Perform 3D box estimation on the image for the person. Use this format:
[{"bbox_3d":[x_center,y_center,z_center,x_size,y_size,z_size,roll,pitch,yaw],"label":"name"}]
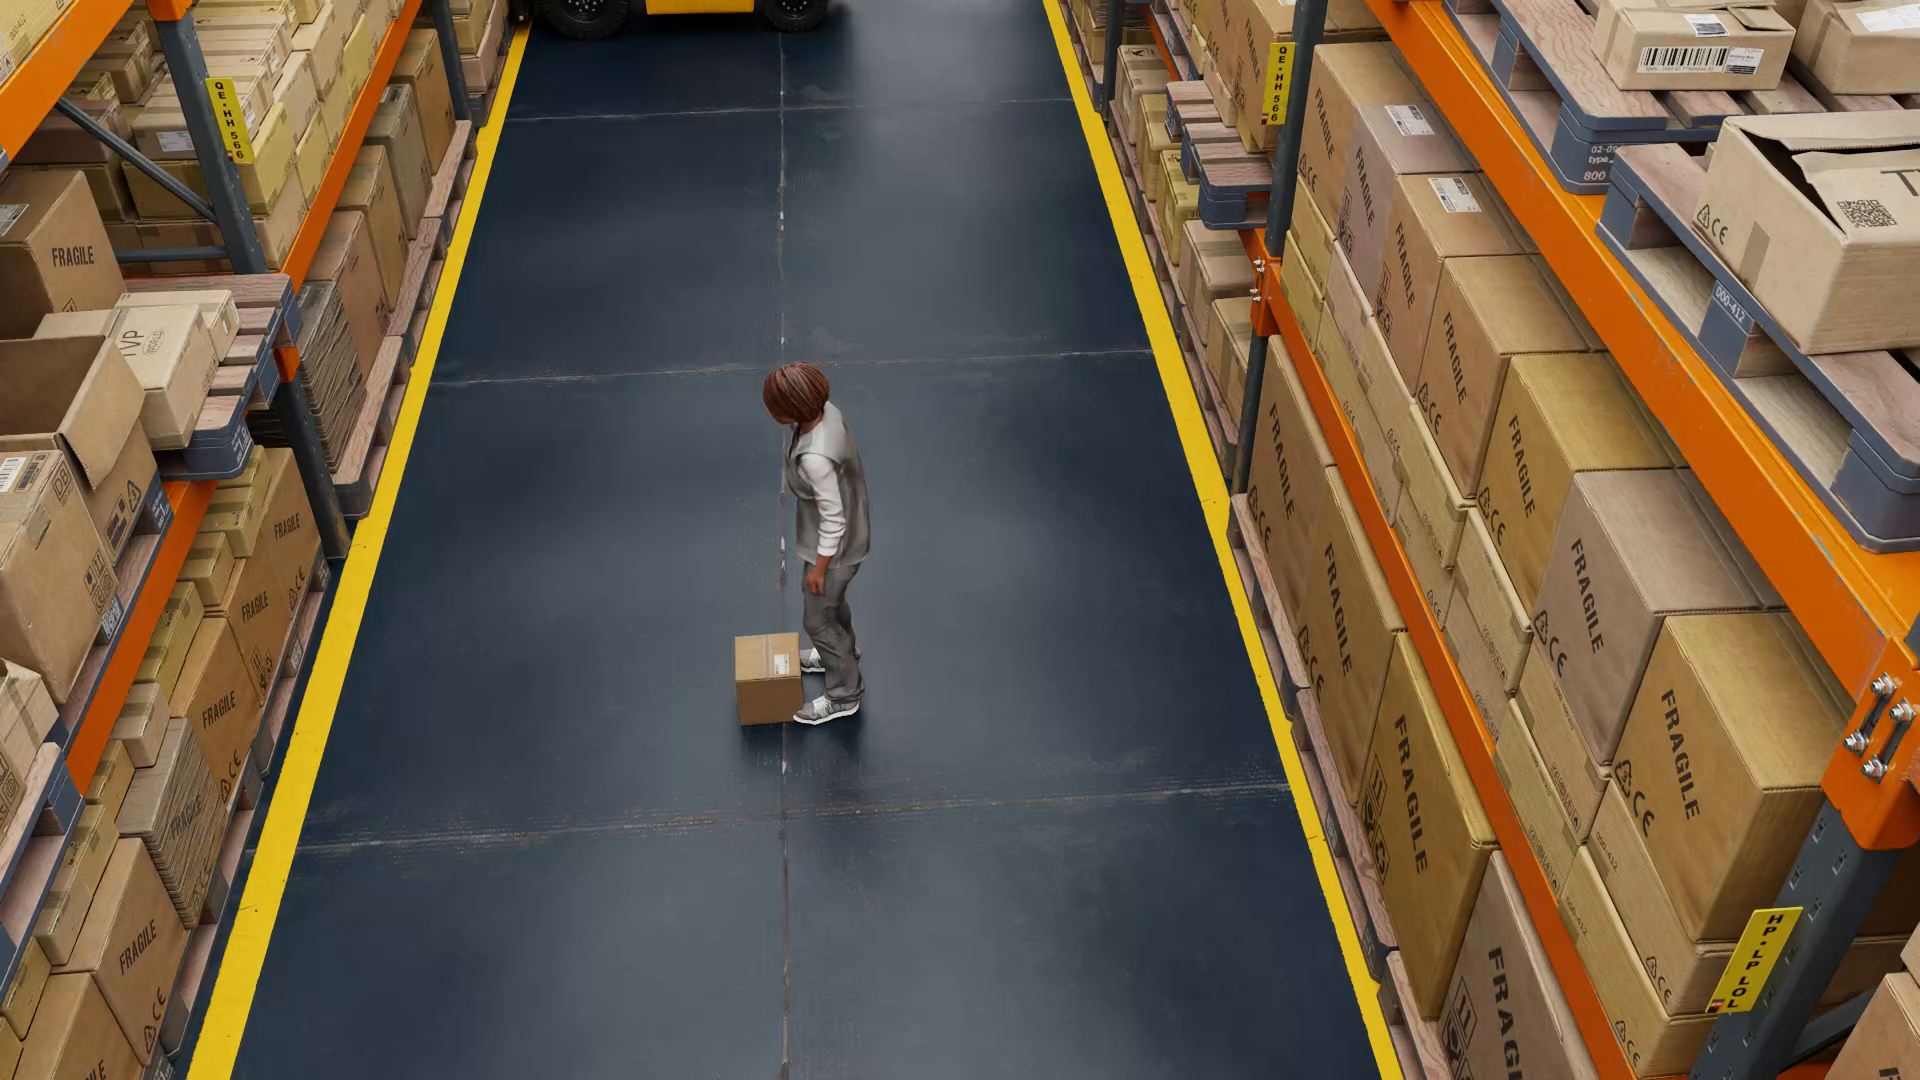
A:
[{"bbox_3d":[-0.505,0.011,6.159,0.344,1.581,0.462,-4,40,-5],"label":"person"}]
